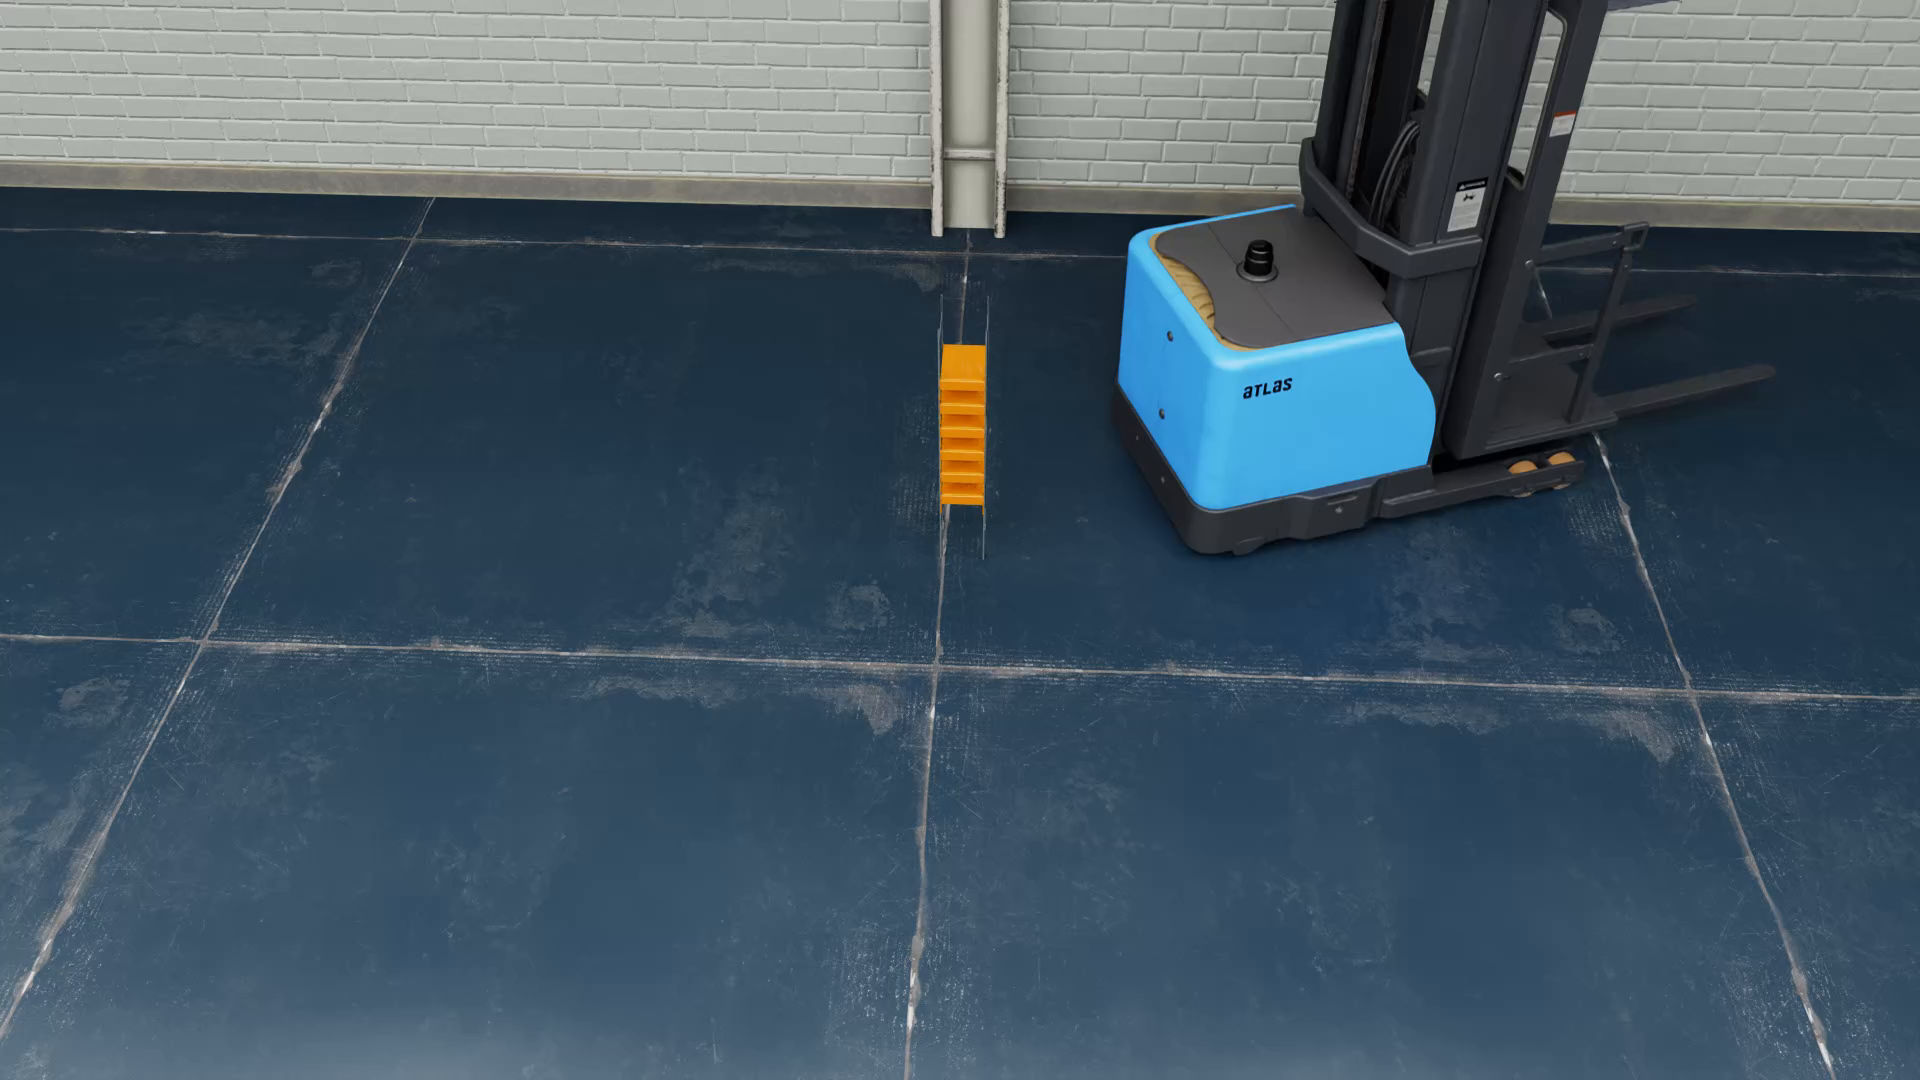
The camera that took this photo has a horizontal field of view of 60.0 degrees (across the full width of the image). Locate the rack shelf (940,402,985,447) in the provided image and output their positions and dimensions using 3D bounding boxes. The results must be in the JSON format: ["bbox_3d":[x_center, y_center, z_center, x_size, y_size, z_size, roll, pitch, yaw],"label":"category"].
[{"bbox_3d":[0.014,-0.494,6.789,0.180,0.103,0.258,2,43,2],"label":"rack shelf"}]

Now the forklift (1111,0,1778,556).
[{"bbox_3d":[2.280,-1.595,6.811,3.031,2.935,1.130,-12,44,-13],"label":"forklift"}]

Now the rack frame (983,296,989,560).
[{"bbox_3d":[0.106,-0.436,6.838,0.006,1.200,0.240,2,43,2],"label":"rack frame"}]

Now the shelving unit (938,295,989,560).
[{"bbox_3d":[0.014,-0.439,6.841,0.189,1.200,0.258,2,43,2],"label":"shelving unit"}]

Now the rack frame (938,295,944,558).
[{"bbox_3d":[-0.077,-0.441,6.844,0.006,1.200,0.240,2,43,2],"label":"rack frame"}]

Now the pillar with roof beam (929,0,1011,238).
[{"bbox_3d":[-0.141,-2.110,2.913,0.400,9.000,9.100,2,43,2],"label":"pillar with roof beam"}]

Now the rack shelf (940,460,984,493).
[{"bbox_3d":[0.014,-0.318,6.953,0.180,0.103,0.258,2,43,2],"label":"rack shelf"}]

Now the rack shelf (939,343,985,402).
[{"bbox_3d":[0.014,-0.669,6.625,0.180,0.103,0.258,2,43,2],"label":"rack shelf"}]

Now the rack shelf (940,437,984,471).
[{"bbox_3d":[0.014,-0.406,6.871,0.180,0.103,0.258,2,43,2],"label":"rack shelf"}]

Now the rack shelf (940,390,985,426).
[{"bbox_3d":[0.014,-0.582,6.707,0.180,0.103,0.258,2,43,2],"label":"rack shelf"}]

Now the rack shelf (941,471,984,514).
[{"bbox_3d":[0.014,-0.230,7.034,0.180,0.103,0.258,2,43,2],"label":"rack shelf"}]
